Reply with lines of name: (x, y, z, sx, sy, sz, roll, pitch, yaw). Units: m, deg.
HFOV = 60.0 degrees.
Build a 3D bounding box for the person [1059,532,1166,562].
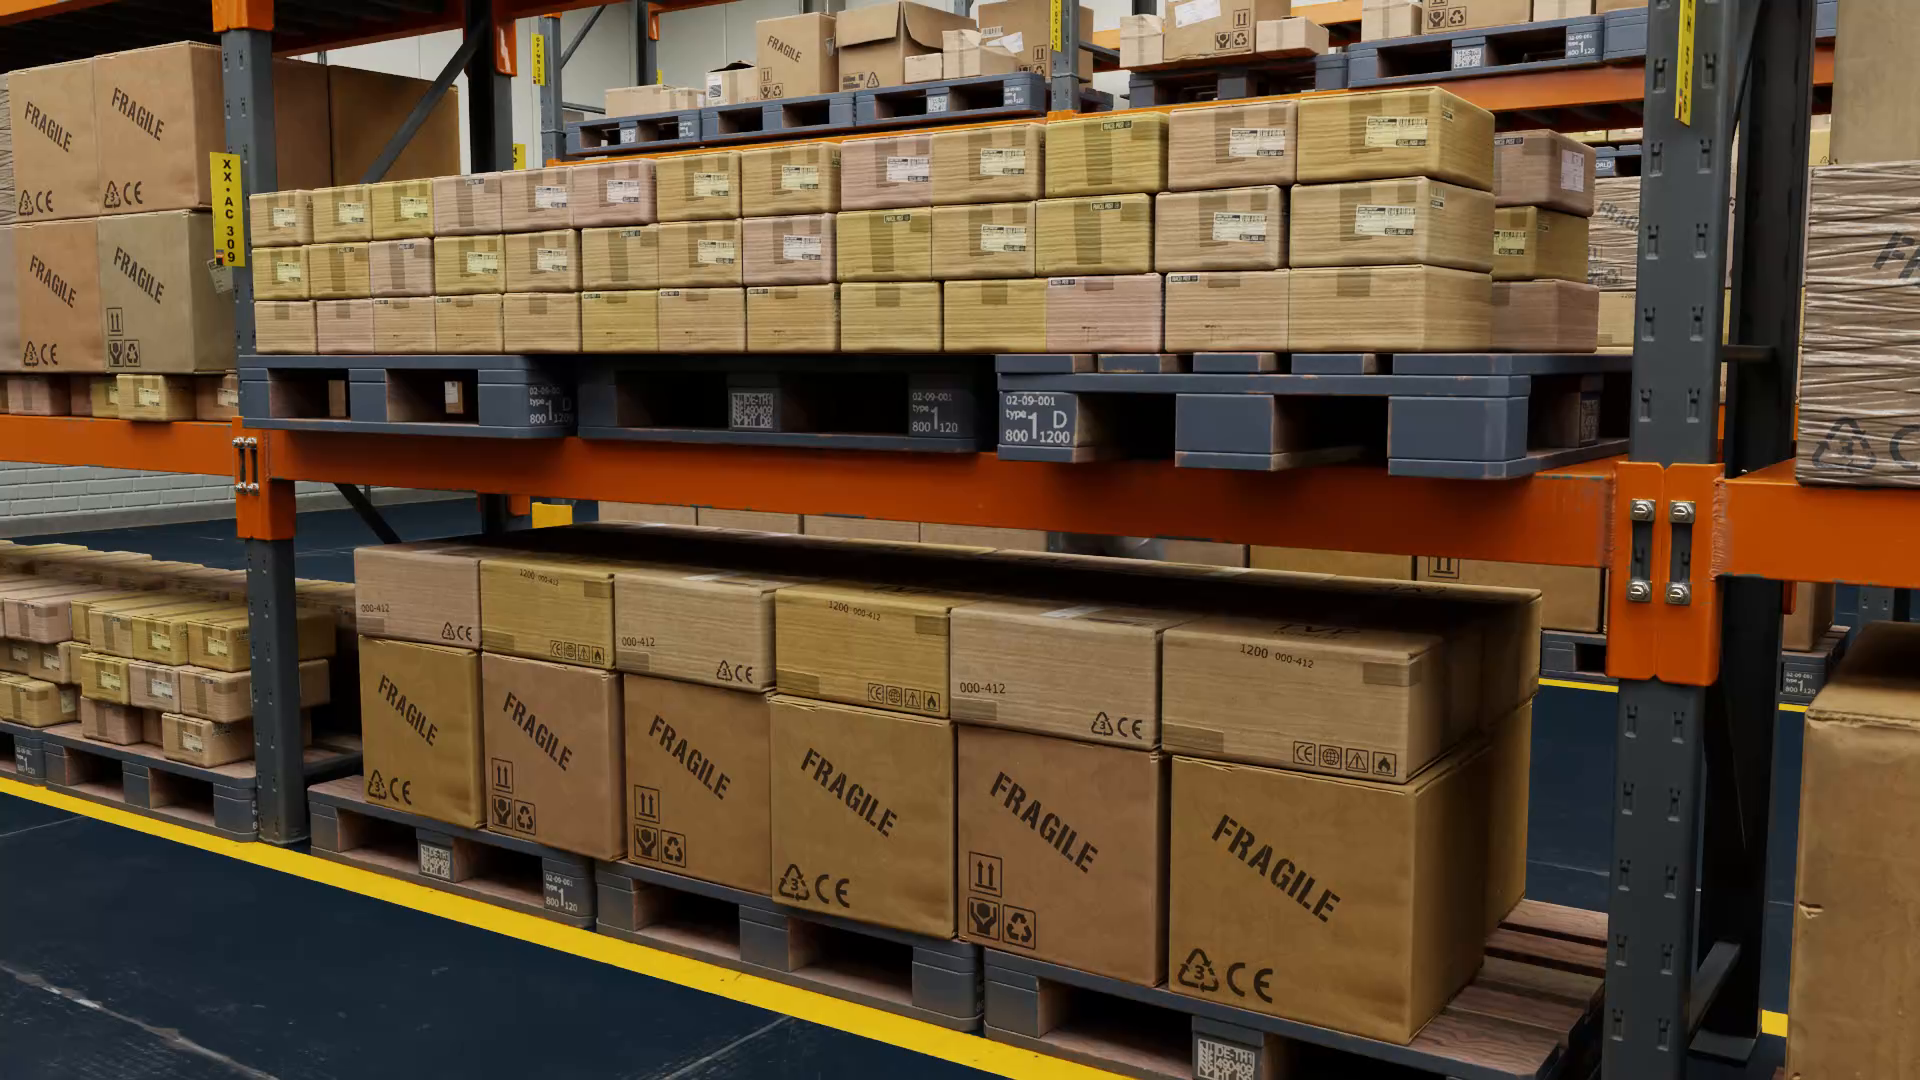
person: (0.623, -0.098, 6.513, 0.532, 1.779, 0.522, 4, 7, 33)
